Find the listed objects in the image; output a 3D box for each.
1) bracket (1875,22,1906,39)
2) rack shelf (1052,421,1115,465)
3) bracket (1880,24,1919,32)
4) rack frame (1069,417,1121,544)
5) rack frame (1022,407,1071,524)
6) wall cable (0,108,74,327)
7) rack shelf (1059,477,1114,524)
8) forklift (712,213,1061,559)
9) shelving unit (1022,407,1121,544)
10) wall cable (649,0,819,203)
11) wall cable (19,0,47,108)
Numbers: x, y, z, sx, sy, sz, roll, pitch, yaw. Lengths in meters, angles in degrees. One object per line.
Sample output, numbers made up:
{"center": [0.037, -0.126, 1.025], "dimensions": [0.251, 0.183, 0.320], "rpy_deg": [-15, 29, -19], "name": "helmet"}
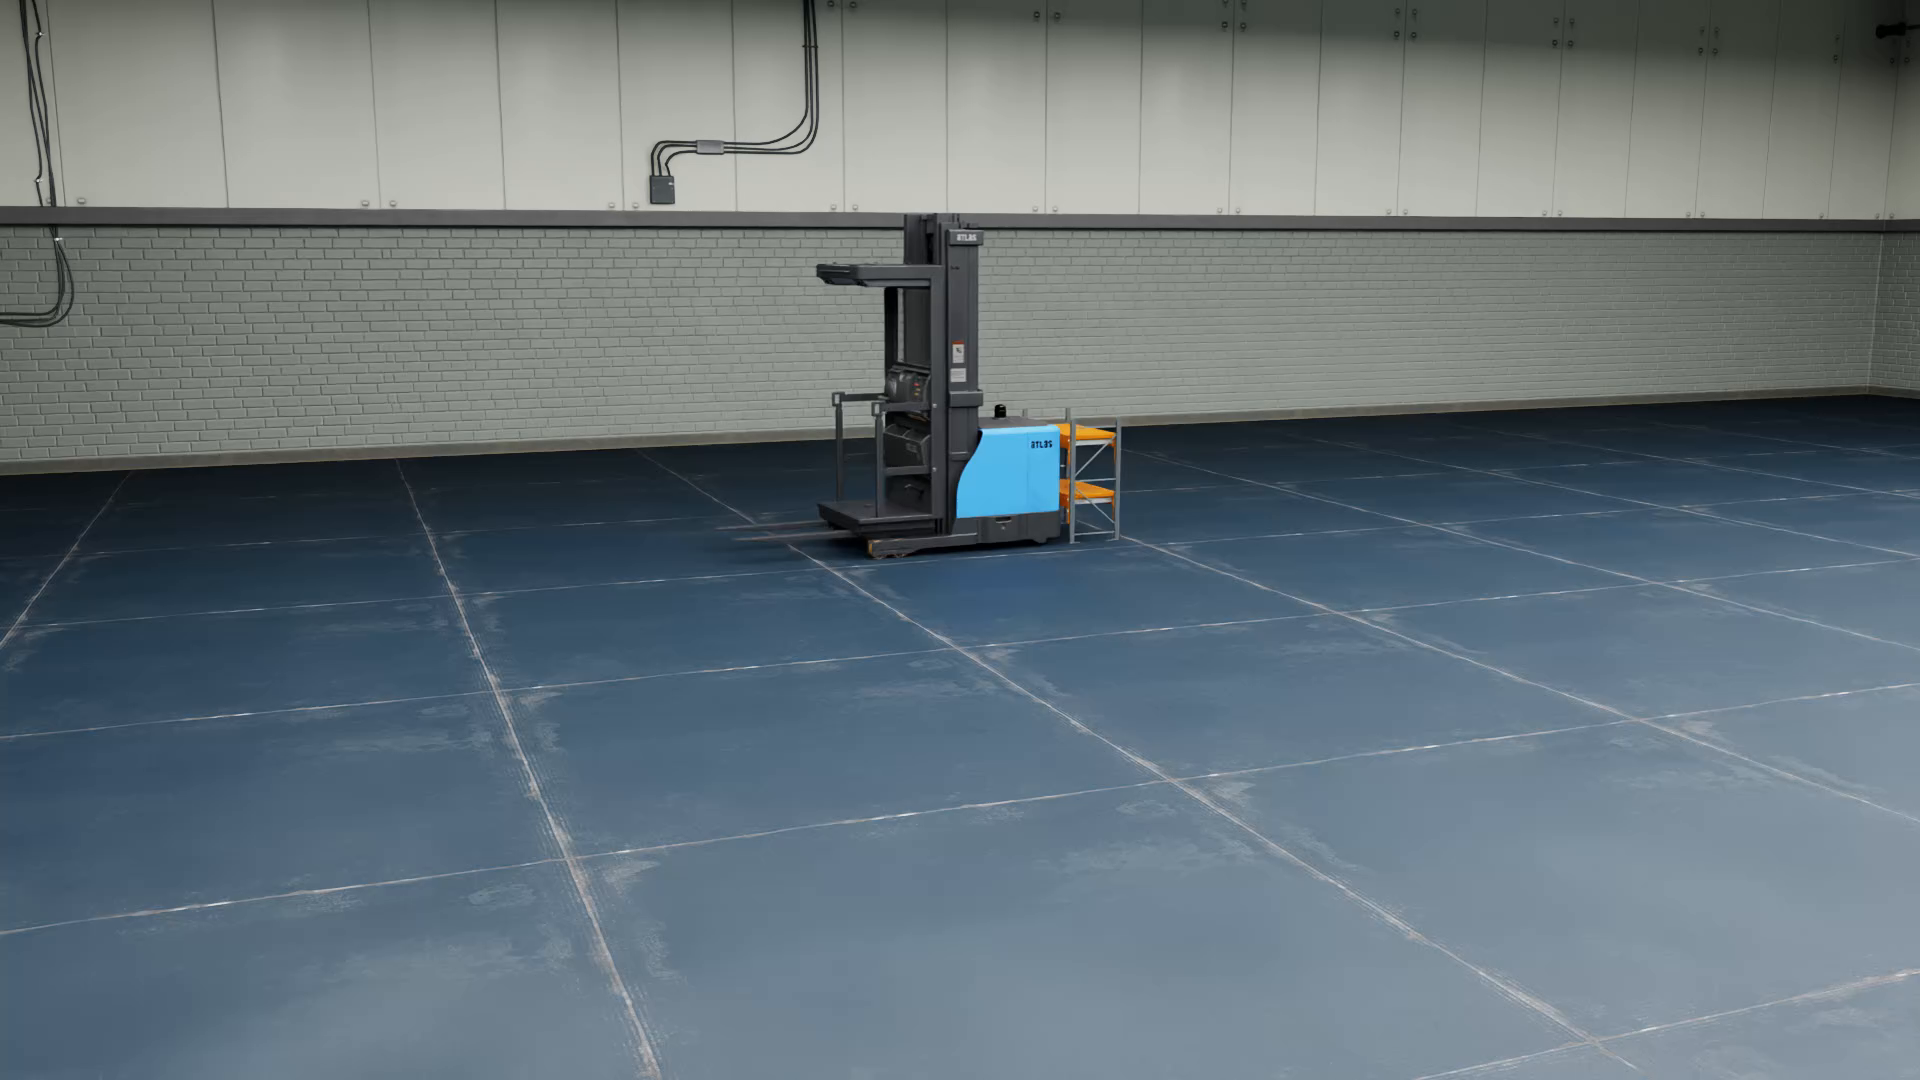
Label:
{"center": [16.051, -8.784, 28.661], "dimensions": [0.235, 0.232, 0.430], "rpy_deg": [-4, 11, -21], "name": "bracket"}
{"center": [1.025, -0.910, 15.477], "dimensions": [0.538, 0.278, 1.000], "rpy_deg": [-4, 11, -23], "name": "rack shelf"}
{"center": [16.265, -8.688, 28.119], "dimensions": [0.076, 0.066, 3.189], "rpy_deg": [-4, 11, -21], "name": "bracket"}
{"center": [1.222, -0.539, 15.067], "dimensions": [0.500, 1.125, 0.032], "rpy_deg": [-4, 11, -23], "name": "rack frame"}
{"center": [0.827, -0.704, 15.989], "dimensions": [0.500, 1.125, 0.032], "rpy_deg": [-4, 11, -23], "name": "rack frame"}
{"center": [-11.803, -3.617, 18.756], "dimensions": [3.097, 2.526, 0.112], "rpy_deg": [-4, 11, -21], "name": "wall cable"}
{"center": [1.024, -0.381, 15.571], "dimensions": [0.538, 0.278, 1.000], "rpy_deg": [-4, 11, -23], "name": "rack shelf"}
{"center": [-0.652, -1.380, 14.639], "dimensions": [3.031, 2.935, 1.130], "rpy_deg": [-4, 11, -24], "name": "forklift"}
{"center": [1.025, -0.621, 15.528], "dimensions": [0.538, 1.125, 1.048], "rpy_deg": [-4, 11, -23], "name": "shelving unit"}
{"center": [-2.949, -7.420, 21.558], "dimensions": [2.305, 6.003, 0.169], "rpy_deg": [-4, 11, -21], "name": "wall cable"}
{"center": [-9.282, -6.275, 19.279], "dimensions": [3.097, 2.526, 0.112], "rpy_deg": [-4, 11, -21], "name": "wall cable"}
